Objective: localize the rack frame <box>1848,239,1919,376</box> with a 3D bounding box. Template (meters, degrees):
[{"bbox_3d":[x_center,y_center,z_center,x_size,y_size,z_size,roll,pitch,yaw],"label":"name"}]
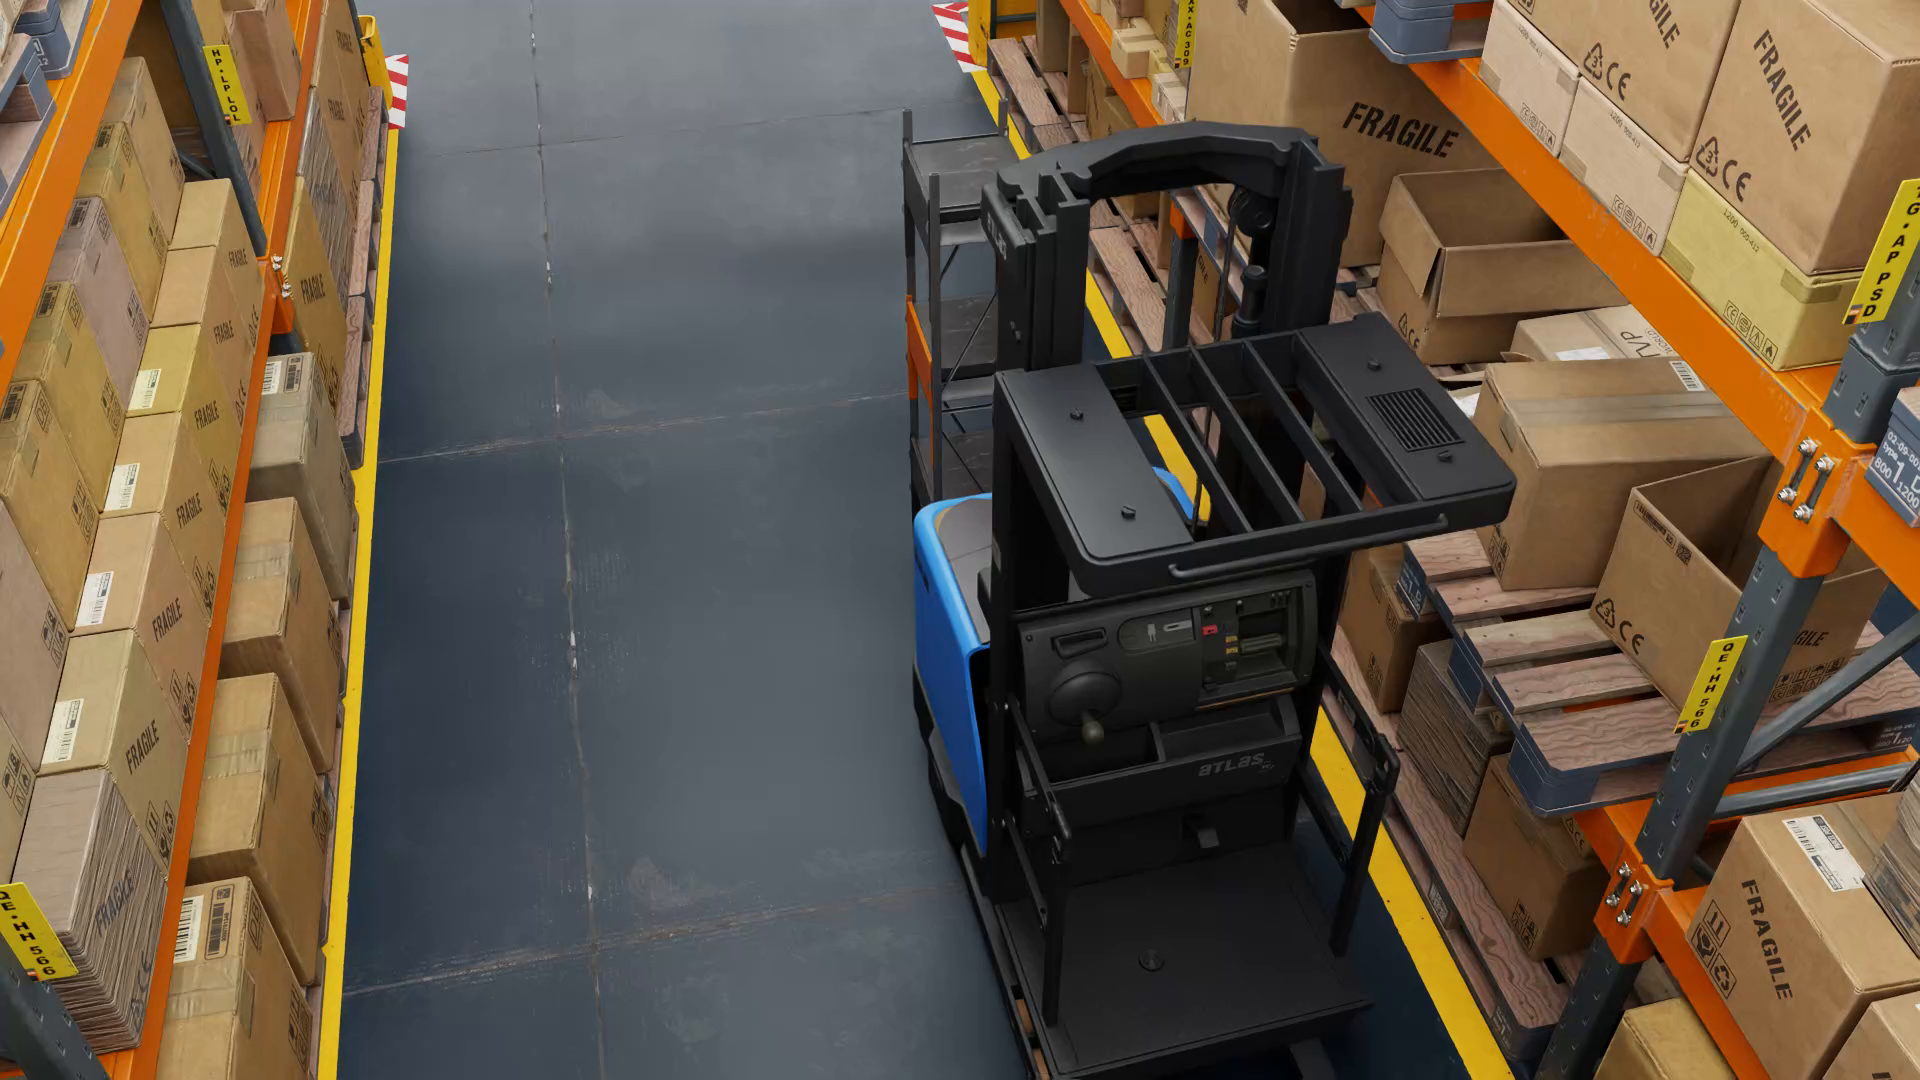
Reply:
[{"bbox_3d":[2.361,-1.568,2.520,1.000,3.000,0.127,-8,42,-9],"label":"rack frame"}]

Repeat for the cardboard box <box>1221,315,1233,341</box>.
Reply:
[{"bbox_3d":[1.609,-0.746,7.664,0.700,0.500,0.500,-11,43,-13],"label":"cardboard box"}]

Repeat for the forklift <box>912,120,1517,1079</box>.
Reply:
[{"bbox_3d":[0.691,0.439,4.829,1.130,2.935,3.031,-10,43,-11],"label":"forklift"}]

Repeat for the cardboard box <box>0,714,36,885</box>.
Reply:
[{"bbox_3d":[-2.591,0.617,3.749,0.700,0.500,0.500,-9,42,-10],"label":"cardboard box"}]

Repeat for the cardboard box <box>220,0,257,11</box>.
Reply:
[{"bbox_3d":[-3.628,-2.686,7.371,0.875,0.550,0.550,-8,42,-9],"label":"cardboard box"}]

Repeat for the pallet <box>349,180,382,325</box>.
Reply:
[{"bbox_3d":[-3.722,-1.526,9.092,1.003,0.211,1.213,-8,42,-9],"label":"pallet"}]

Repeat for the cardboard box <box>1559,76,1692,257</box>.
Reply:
[{"bbox_3d":[1.898,-0.983,4.233,0.500,0.250,0.500,-8,42,-9],"label":"cardboard box"}]

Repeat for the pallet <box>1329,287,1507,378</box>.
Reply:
[{"bbox_3d":[1.893,-0.530,6.014,1.003,0.211,1.213,-8,42,-9],"label":"pallet"}]

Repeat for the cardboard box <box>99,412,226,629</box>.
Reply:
[{"bbox_3d":[-2.664,-0.026,5.226,0.500,0.500,0.500,-9,42,-10],"label":"cardboard box"}]

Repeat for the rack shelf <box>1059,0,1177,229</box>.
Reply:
[{"bbox_3d":[1.066,-2.945,9.131,1.077,0.370,4.000,-8,42,-9],"label":"rack shelf"}]

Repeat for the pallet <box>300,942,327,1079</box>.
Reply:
[{"bbox_3d":[-2.601,1.842,5.298,1.003,0.211,1.213,-8,42,-9],"label":"pallet"}]

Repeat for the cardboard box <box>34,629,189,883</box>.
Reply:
[{"bbox_3d":[-2.450,0.624,4.493,0.500,0.500,0.500,-9,42,-10],"label":"cardboard box"}]

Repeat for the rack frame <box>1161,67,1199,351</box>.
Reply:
[{"bbox_3d":[1.497,-1.917,7.432,1.000,3.000,0.127,-8,42,-9],"label":"rack frame"}]

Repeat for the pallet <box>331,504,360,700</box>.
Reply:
[{"bbox_3d":[-3.127,0.260,7.080,1.003,0.211,1.213,-8,42,-9],"label":"pallet"}]

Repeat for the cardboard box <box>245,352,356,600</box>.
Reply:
[{"bbox_3d":[-3.146,-0.198,6.874,1.050,0.750,0.750,-9,42,-10],"label":"cardboard box"}]

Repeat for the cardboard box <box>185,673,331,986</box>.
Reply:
[{"bbox_3d":[-2.740,1.031,5.489,1.050,0.750,0.750,-8,42,-9],"label":"cardboard box"}]

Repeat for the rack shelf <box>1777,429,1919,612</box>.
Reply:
[{"bbox_3d":[2.792,1.119,2.294,1.077,0.370,4.000,-8,42,-9],"label":"rack shelf"}]

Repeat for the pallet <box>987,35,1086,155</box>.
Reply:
[{"bbox_3d":[0.791,-2.886,10.624,1.003,0.211,1.213,-8,42,-9],"label":"pallet"}]

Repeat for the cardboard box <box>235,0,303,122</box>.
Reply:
[{"bbox_3d":[-3.601,-2.286,7.734,0.875,0.550,0.550,-8,42,-9],"label":"cardboard box"}]

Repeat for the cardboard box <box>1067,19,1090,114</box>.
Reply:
[{"bbox_3d":[0.915,-2.943,10.154,0.500,0.500,0.500,2,42,2],"label":"cardboard box"}]

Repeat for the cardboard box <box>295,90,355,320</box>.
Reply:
[{"bbox_3d":[-3.633,-1.636,8.399,0.875,0.875,0.875,-8,42,-9],"label":"cardboard box"}]

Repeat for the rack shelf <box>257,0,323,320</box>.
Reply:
[{"bbox_3d":[-3.799,-2.299,8.405,1.077,0.370,4.000,-8,42,-9],"label":"rack shelf"}]

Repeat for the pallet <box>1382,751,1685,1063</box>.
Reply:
[{"bbox_3d":[2.193,1.212,6.008,1.003,0.211,1.213,-8,42,-9],"label":"pallet"}]

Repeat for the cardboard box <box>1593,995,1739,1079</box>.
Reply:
[{"bbox_3d":[2.489,1.763,4.570,1.225,0.875,0.875,-10,43,-11],"label":"cardboard box"}]

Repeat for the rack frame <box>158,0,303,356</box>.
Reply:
[{"bbox_3d":[-3.368,-1.272,6.705,1.000,3.000,0.127,-8,42,-9],"label":"rack frame"}]

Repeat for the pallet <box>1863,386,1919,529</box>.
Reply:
[{"bbox_3d":[2.551,0.034,3.117,1.213,0.211,1.003,-7,42,-7],"label":"pallet"}]

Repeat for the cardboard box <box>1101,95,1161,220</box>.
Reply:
[{"bbox_3d":[1.108,-2.166,9.279,0.500,0.500,0.500,-12,43,-13],"label":"cardboard box"}]

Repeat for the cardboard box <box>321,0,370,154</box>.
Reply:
[{"bbox_3d":[-4.020,-2.797,9.708,0.875,0.875,0.875,-8,42,-9],"label":"cardboard box"}]

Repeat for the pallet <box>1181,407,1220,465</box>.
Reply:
[{"bbox_3d":[1.667,-0.370,7.790,1.003,0.211,1.213,-8,42,-9],"label":"pallet"}]

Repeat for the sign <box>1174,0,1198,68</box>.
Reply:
[{"bbox_3d":[0.969,-2.158,7.052,0.100,0.325,0.005,-8,42,-9],"label":"sign"}]

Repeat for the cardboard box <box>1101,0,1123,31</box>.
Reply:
[{"bbox_3d":[0.942,-2.738,8.546,0.380,0.149,0.250,-8,42,-9],"label":"cardboard box"}]

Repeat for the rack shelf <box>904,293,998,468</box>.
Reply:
[{"bbox_3d":[0.036,-0.668,6.723,0.431,0.518,0.480,-8,42,-9],"label":"rack shelf"}]

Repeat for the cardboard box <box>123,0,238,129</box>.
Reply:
[{"bbox_3d":[-3.414,-1.976,6.572,0.875,0.550,0.550,-8,42,-9],"label":"cardboard box"}]

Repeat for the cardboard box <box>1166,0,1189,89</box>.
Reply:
[{"bbox_3d":[1.461,-2.366,7.639,0.875,0.500,0.500,-8,42,-9],"label":"cardboard box"}]

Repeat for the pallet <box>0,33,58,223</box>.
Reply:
[{"bbox_3d":[-2.939,-0.865,4.129,1.003,0.211,1.213,-7,42,-7],"label":"pallet"}]

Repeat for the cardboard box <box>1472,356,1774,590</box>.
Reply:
[{"bbox_3d":[1.987,-0.211,5.118,0.700,0.500,0.500,-3,42,-3],"label":"cardboard box"}]

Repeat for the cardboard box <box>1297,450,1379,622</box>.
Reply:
[{"bbox_3d":[1.815,-0.071,6.904,0.700,0.500,0.500,-12,43,-13],"label":"cardboard box"}]

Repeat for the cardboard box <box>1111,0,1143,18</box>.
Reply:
[{"bbox_3d":[1.181,-3.005,8.358,0.875,0.500,0.500,-8,42,-9],"label":"cardboard box"}]

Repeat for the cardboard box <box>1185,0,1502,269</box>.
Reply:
[{"bbox_3d":[1.532,-1.764,6.491,1.000,1.000,1.000,-8,42,-9],"label":"cardboard box"}]

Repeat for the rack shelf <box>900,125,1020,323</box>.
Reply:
[{"bbox_3d":[0.036,-1.191,6.258,0.431,0.518,0.480,-8,42,-9],"label":"rack shelf"}]

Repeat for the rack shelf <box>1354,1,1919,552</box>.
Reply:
[{"bbox_3d":[1.929,-1.474,5.215,1.077,0.370,4.000,-8,42,-9],"label":"rack shelf"}]

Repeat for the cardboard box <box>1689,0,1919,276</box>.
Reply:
[{"bbox_3d":[2.013,-0.944,3.624,0.500,0.500,0.500,-7,42,-8],"label":"cardboard box"}]

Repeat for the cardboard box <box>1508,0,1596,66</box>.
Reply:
[{"bbox_3d":[1.800,-1.598,4.361,0.500,0.500,0.500,-8,42,-9],"label":"cardboard box"}]

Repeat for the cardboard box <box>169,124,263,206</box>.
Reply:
[{"bbox_3d":[-3.459,-1.566,6.923,0.875,0.550,0.550,-8,42,-9],"label":"cardboard box"}]

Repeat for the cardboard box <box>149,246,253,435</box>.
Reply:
[{"bbox_3d":[-2.885,-0.682,5.965,0.500,0.500,0.500,-9,42,-10],"label":"cardboard box"}]

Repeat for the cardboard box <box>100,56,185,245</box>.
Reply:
[{"bbox_3d":[-3.255,-1.362,5.979,0.700,0.500,0.500,-9,42,-10],"label":"cardboard box"}]

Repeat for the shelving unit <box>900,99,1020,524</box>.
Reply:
[{"bbox_3d":[0.036,-0.678,6.714,0.431,2.100,0.503,-8,42,-9],"label":"shelving unit"}]

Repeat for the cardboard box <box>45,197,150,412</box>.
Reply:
[{"bbox_3d":[-3.033,-0.702,5.234,0.700,0.500,0.500,-8,42,-9],"label":"cardboard box"}]

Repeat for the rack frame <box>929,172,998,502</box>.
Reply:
[{"bbox_3d":[0.088,-0.520,6.536,0.400,2.100,0.015,-8,42,-9],"label":"rack frame"}]

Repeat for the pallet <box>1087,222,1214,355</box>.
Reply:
[{"bbox_3d":[1.318,-1.305,8.843,1.003,0.211,1.213,-8,42,-9],"label":"pallet"}]

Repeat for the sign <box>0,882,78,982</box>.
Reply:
[{"bbox_3d":[-1.976,0.833,3.521,0.100,0.325,0.005,-8,42,-9],"label":"sign"}]

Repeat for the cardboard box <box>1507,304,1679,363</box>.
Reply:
[{"bbox_3d":[2.224,-0.545,5.683,0.500,0.250,0.500,-9,42,-10],"label":"cardboard box"}]

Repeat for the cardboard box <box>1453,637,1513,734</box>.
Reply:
[{"bbox_3d":[2.062,0.393,5.816,0.500,0.250,0.500,-4,42,-4],"label":"cardboard box"}]

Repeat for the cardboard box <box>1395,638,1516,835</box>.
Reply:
[{"bbox_3d":[2.064,0.657,6.084,0.700,0.500,0.500,-12,43,-13],"label":"cardboard box"}]

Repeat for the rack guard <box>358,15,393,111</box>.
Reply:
[{"bbox_3d":[-4.236,-2.946,10.474,1.175,0.500,0.348,-8,42,-9],"label":"rack guard"}]

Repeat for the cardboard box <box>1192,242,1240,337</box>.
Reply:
[{"bbox_3d":[1.450,-1.405,8.421,0.500,0.500,0.500,-10,42,-11],"label":"cardboard box"}]

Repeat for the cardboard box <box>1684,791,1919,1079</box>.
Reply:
[{"bbox_3d":[2.200,0.992,4.079,0.500,0.500,0.500,-7,42,-8],"label":"cardboard box"}]

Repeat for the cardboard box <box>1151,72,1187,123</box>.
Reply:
[{"bbox_3d":[1.119,-2.084,7.809,0.380,0.149,0.250,-8,42,-9],"label":"cardboard box"}]

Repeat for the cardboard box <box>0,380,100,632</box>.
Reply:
[{"bbox_3d":[-2.815,-0.043,4.492,0.700,0.500,0.500,-9,42,-10],"label":"cardboard box"}]

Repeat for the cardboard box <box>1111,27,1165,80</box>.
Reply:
[{"bbox_3d":[0.961,-2.401,8.166,0.380,0.149,0.250,-8,42,-9],"label":"cardboard box"}]
